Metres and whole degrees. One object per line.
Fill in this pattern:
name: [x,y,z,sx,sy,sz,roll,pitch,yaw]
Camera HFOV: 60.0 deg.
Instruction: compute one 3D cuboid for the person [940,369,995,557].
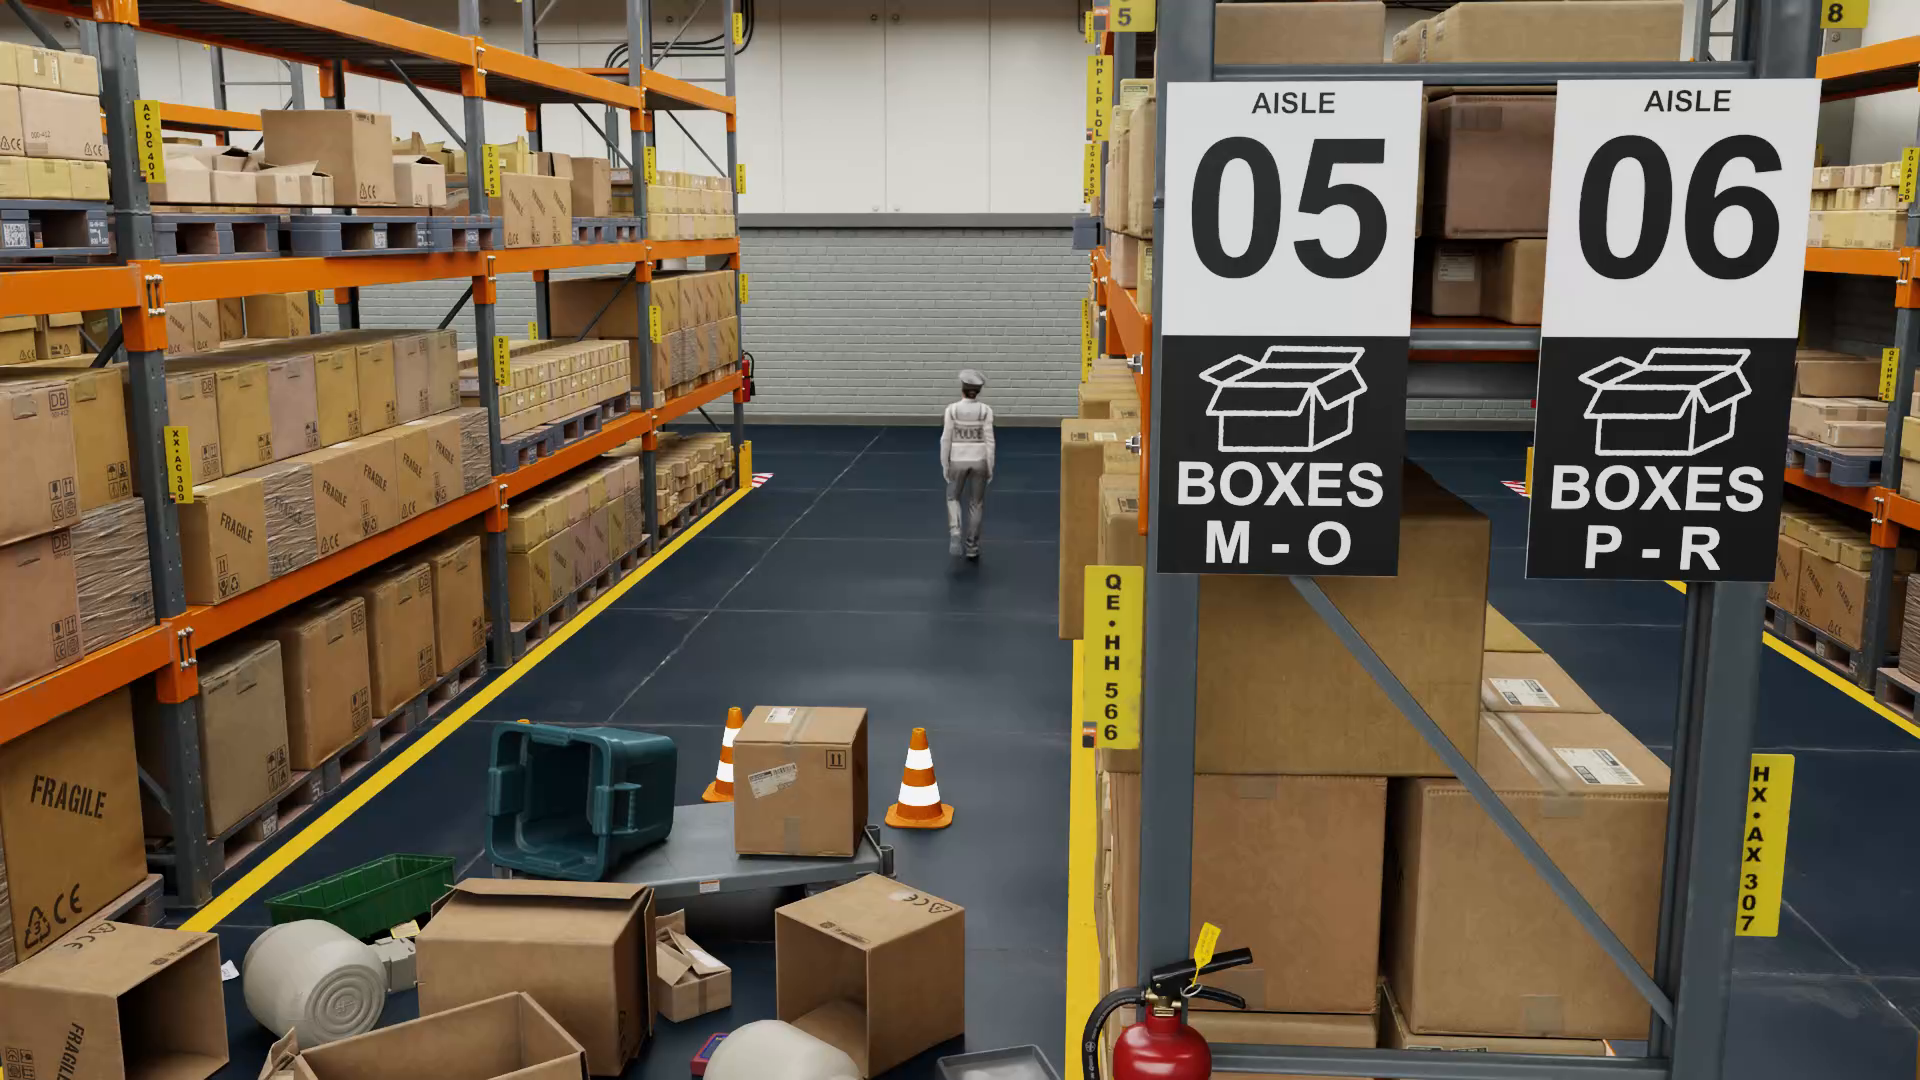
person: [0.067,-0.668,14.724,0.485,1.679,0.524,0,11,2]
